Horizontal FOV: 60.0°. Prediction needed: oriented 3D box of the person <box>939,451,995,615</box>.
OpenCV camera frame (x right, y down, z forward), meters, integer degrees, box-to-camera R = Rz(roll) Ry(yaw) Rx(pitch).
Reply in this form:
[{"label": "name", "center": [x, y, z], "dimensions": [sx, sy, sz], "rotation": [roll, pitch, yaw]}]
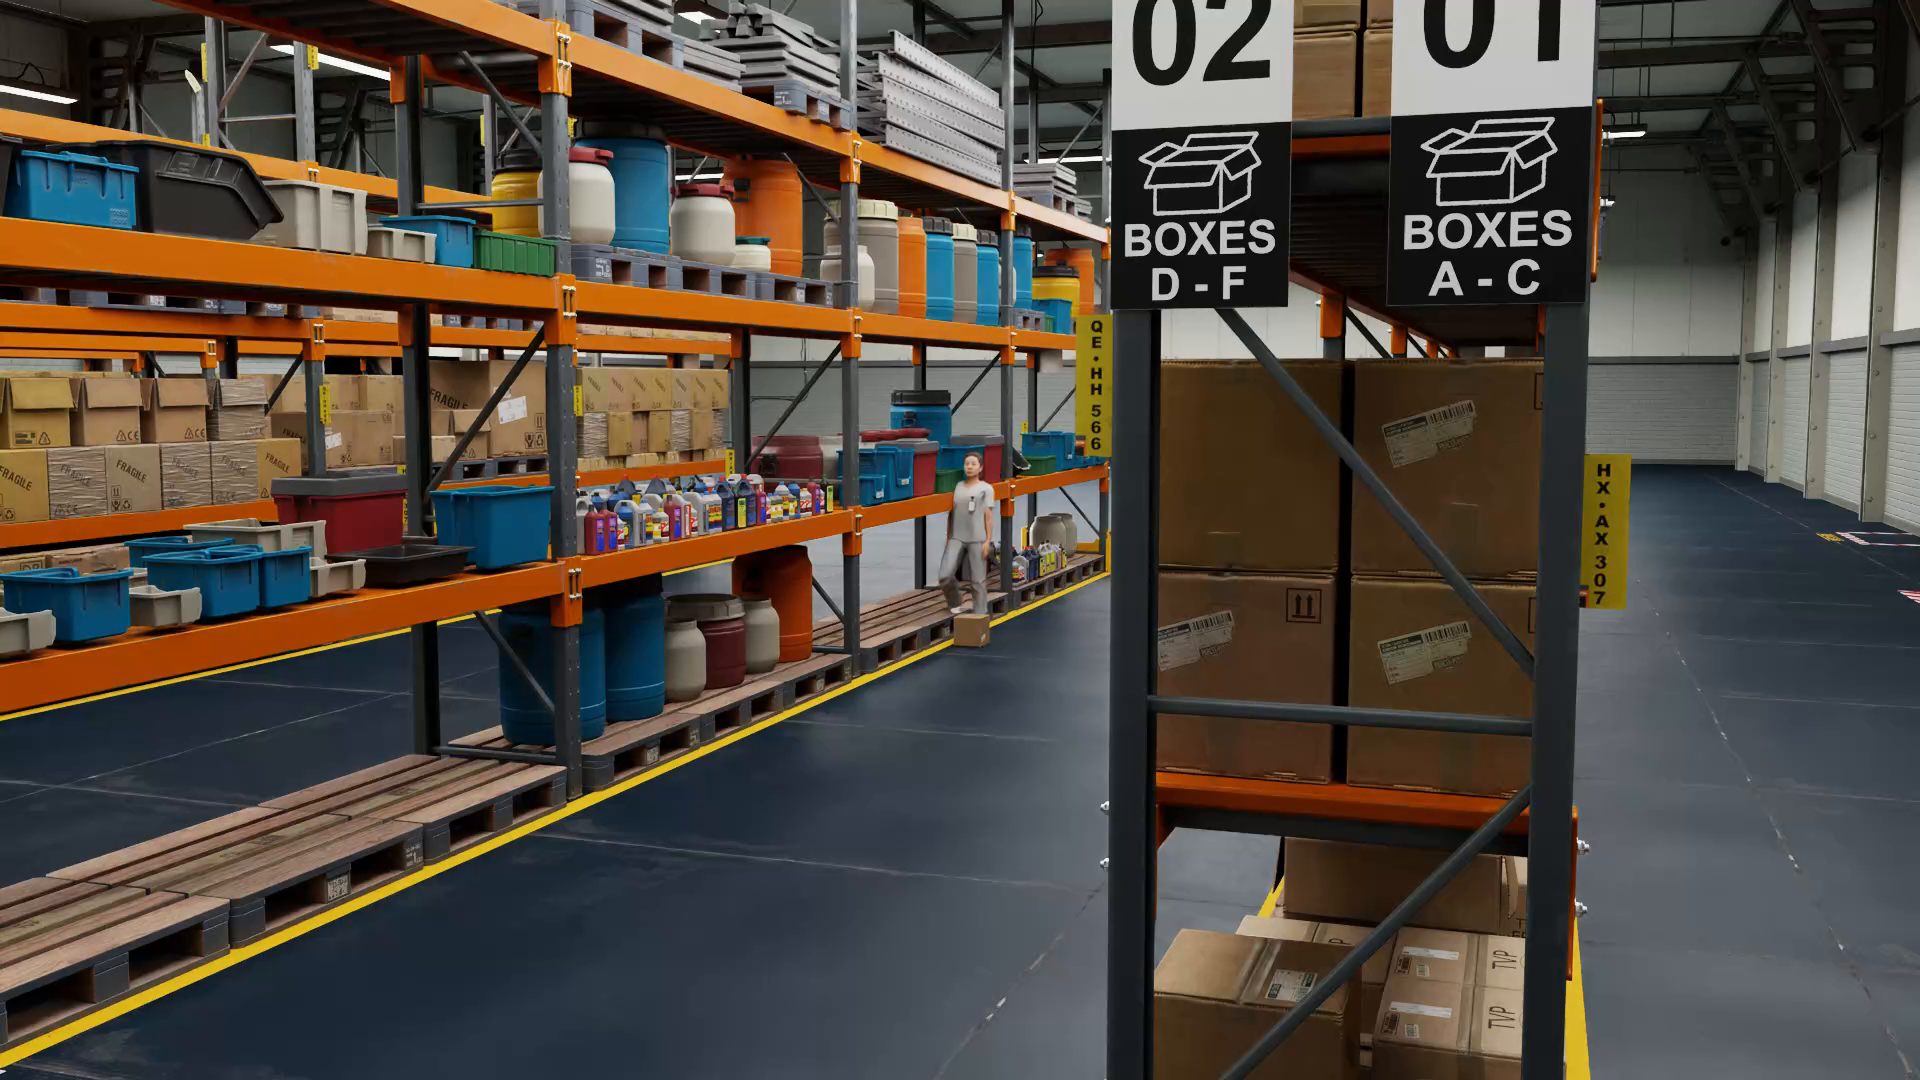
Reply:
[{"label": "person", "center": [0.074, 0.037, 14.880], "dimensions": [0.443, 1.658, 0.531], "rotation": [2, 6, 20]}]
